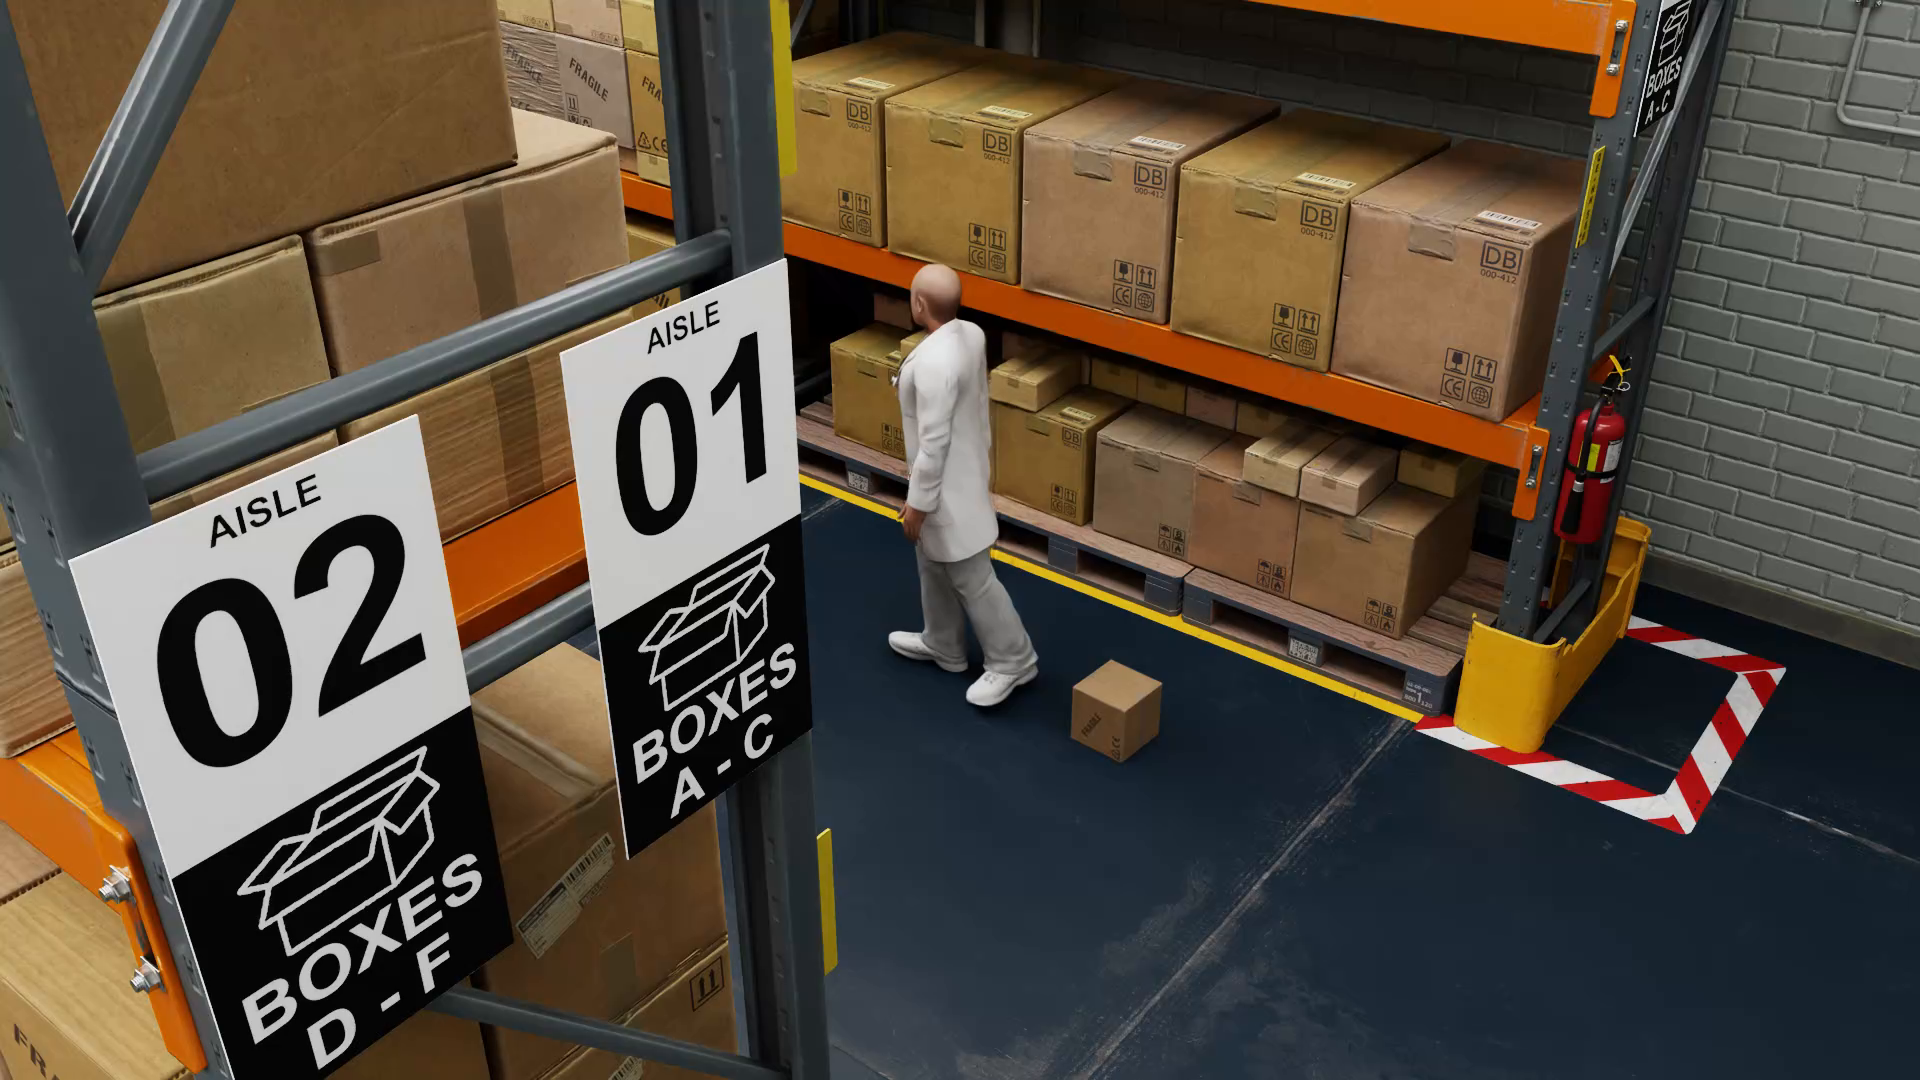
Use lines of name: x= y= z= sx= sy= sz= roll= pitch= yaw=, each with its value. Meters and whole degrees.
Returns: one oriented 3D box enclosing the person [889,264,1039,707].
person: x=0.005 y=-0.216 z=6.512 sx=0.667 sy=1.769 sz=0.613 roll=6 pitch=31 yaw=9
